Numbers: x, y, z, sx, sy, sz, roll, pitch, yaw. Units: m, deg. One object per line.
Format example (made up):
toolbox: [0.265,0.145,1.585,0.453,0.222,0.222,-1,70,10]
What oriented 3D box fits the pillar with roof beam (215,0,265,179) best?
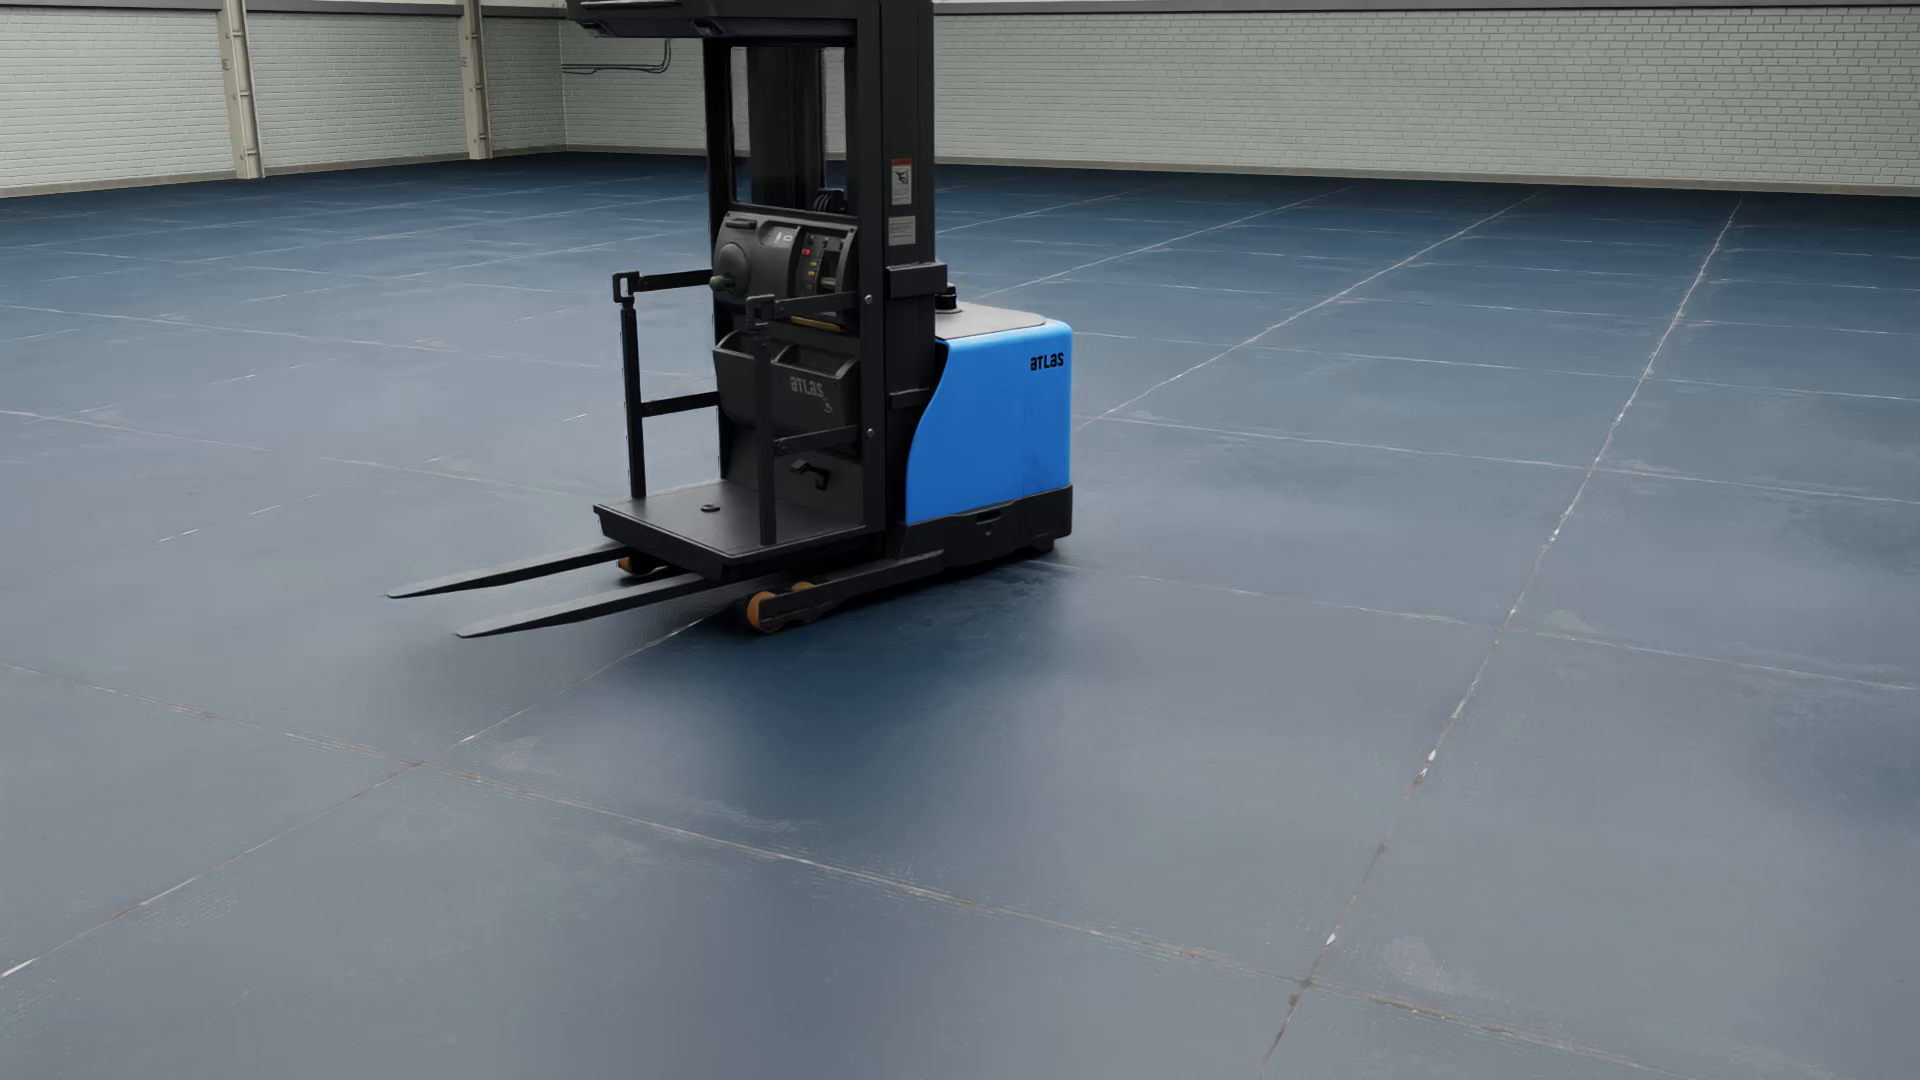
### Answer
pillar with roof beam: [-8.979,-10.315,26.950,9.100,9.000,0.400,8,18,25]

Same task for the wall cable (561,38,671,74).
wall cable: [-7.650,-11.485,36.341,3.097,2.526,0.112,8,18,25]

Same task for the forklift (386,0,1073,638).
forklift: [-0.904,-1.196,6.903,3.031,2.935,1.130,-14,22,-40]

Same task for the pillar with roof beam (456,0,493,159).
pillar with roof beam: [-6.298,-11.844,32.095,9.100,9.000,0.400,8,18,25]
